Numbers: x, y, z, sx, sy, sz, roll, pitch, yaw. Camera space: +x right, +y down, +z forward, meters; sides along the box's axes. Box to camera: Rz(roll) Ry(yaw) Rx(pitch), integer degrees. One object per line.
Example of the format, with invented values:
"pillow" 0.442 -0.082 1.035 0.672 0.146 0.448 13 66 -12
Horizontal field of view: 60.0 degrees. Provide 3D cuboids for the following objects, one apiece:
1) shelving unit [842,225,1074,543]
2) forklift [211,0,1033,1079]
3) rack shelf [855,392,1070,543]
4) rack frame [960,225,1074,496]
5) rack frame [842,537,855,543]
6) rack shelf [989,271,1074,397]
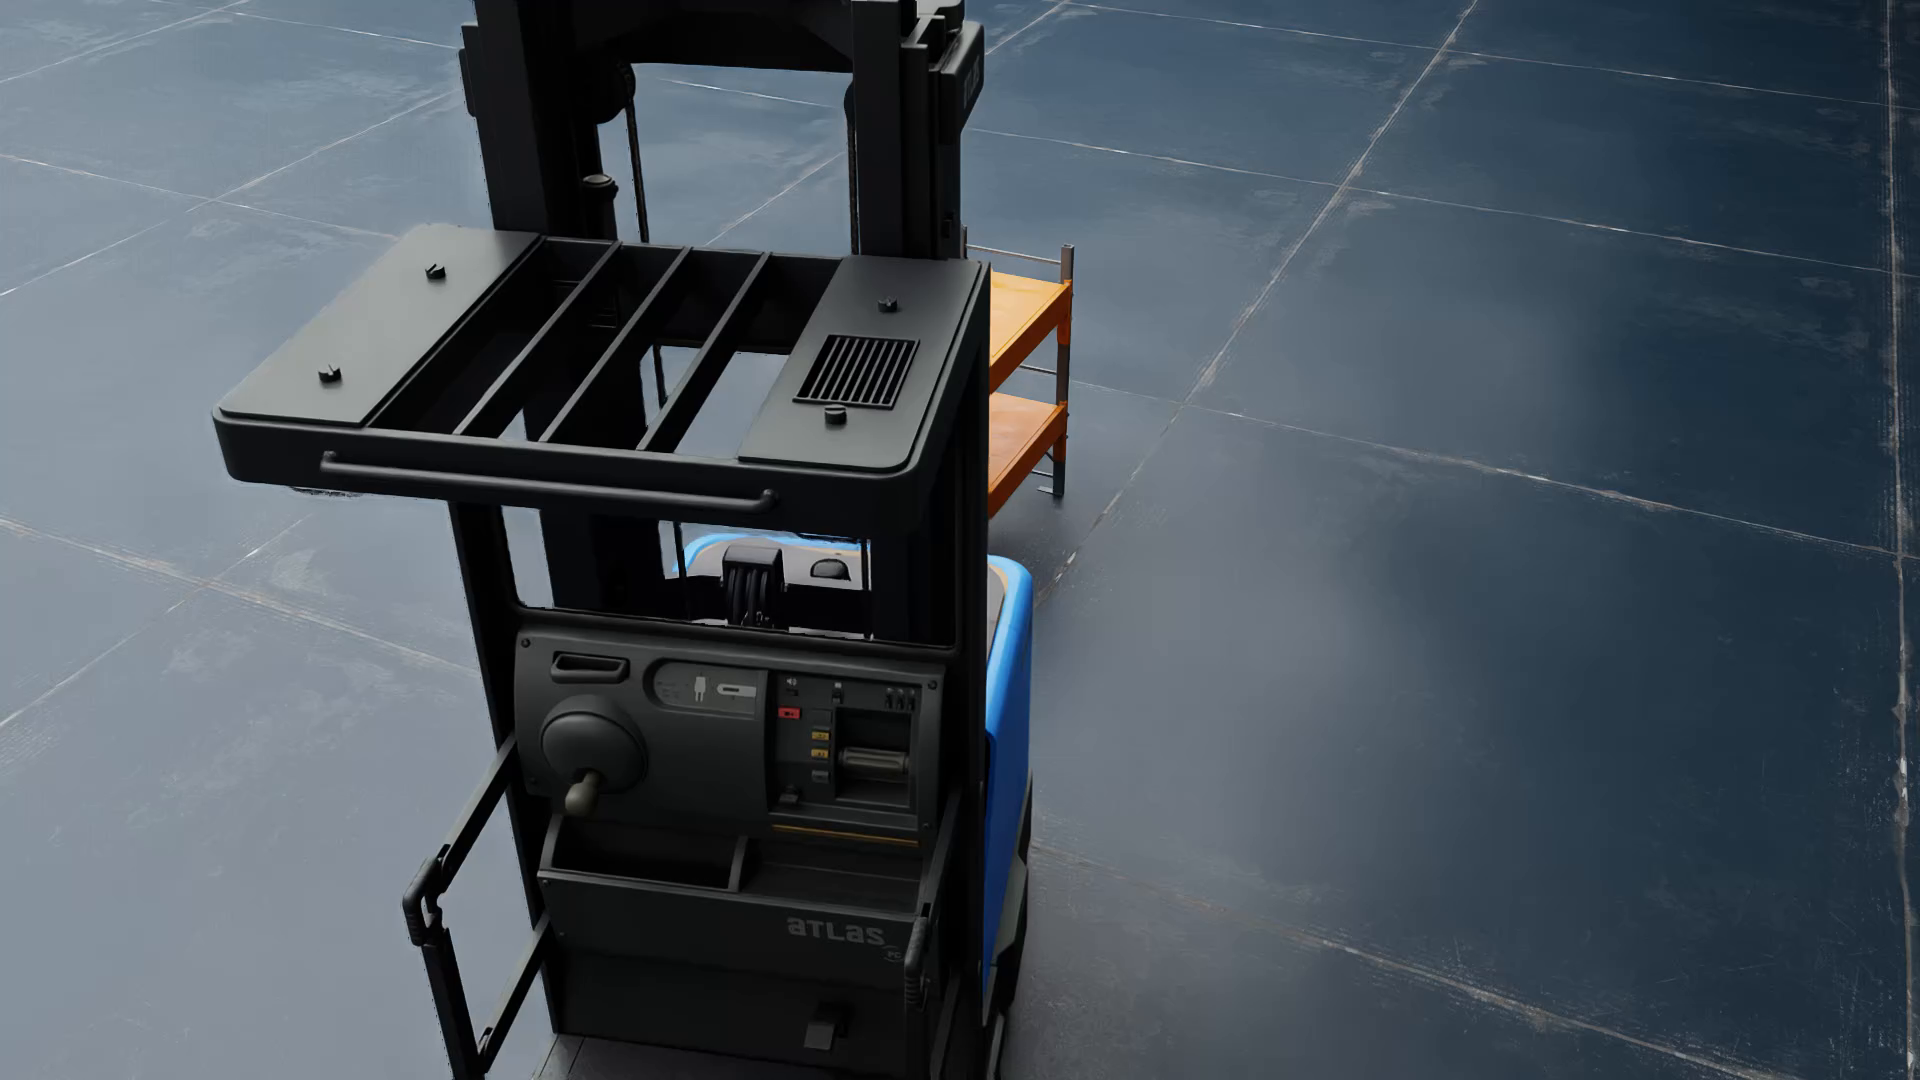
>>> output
"shelving unit" -0.003 -0.467 6.436 0.538 1.125 1.048 14 36 20
"forklift" -0.528 0.476 3.352 1.130 2.935 3.031 5 34 8
"rack shelf" -0.003 -0.263 6.570 0.538 0.278 1.000 14 36 20
"rack frame" 0.210 -0.720 6.823 0.500 1.125 0.032 14 36 20
"rack frame" -0.216 -0.214 6.050 0.500 1.125 0.032 14 36 20
"rack shelf" -0.003 -0.712 6.276 0.538 0.278 1.000 14 36 20
